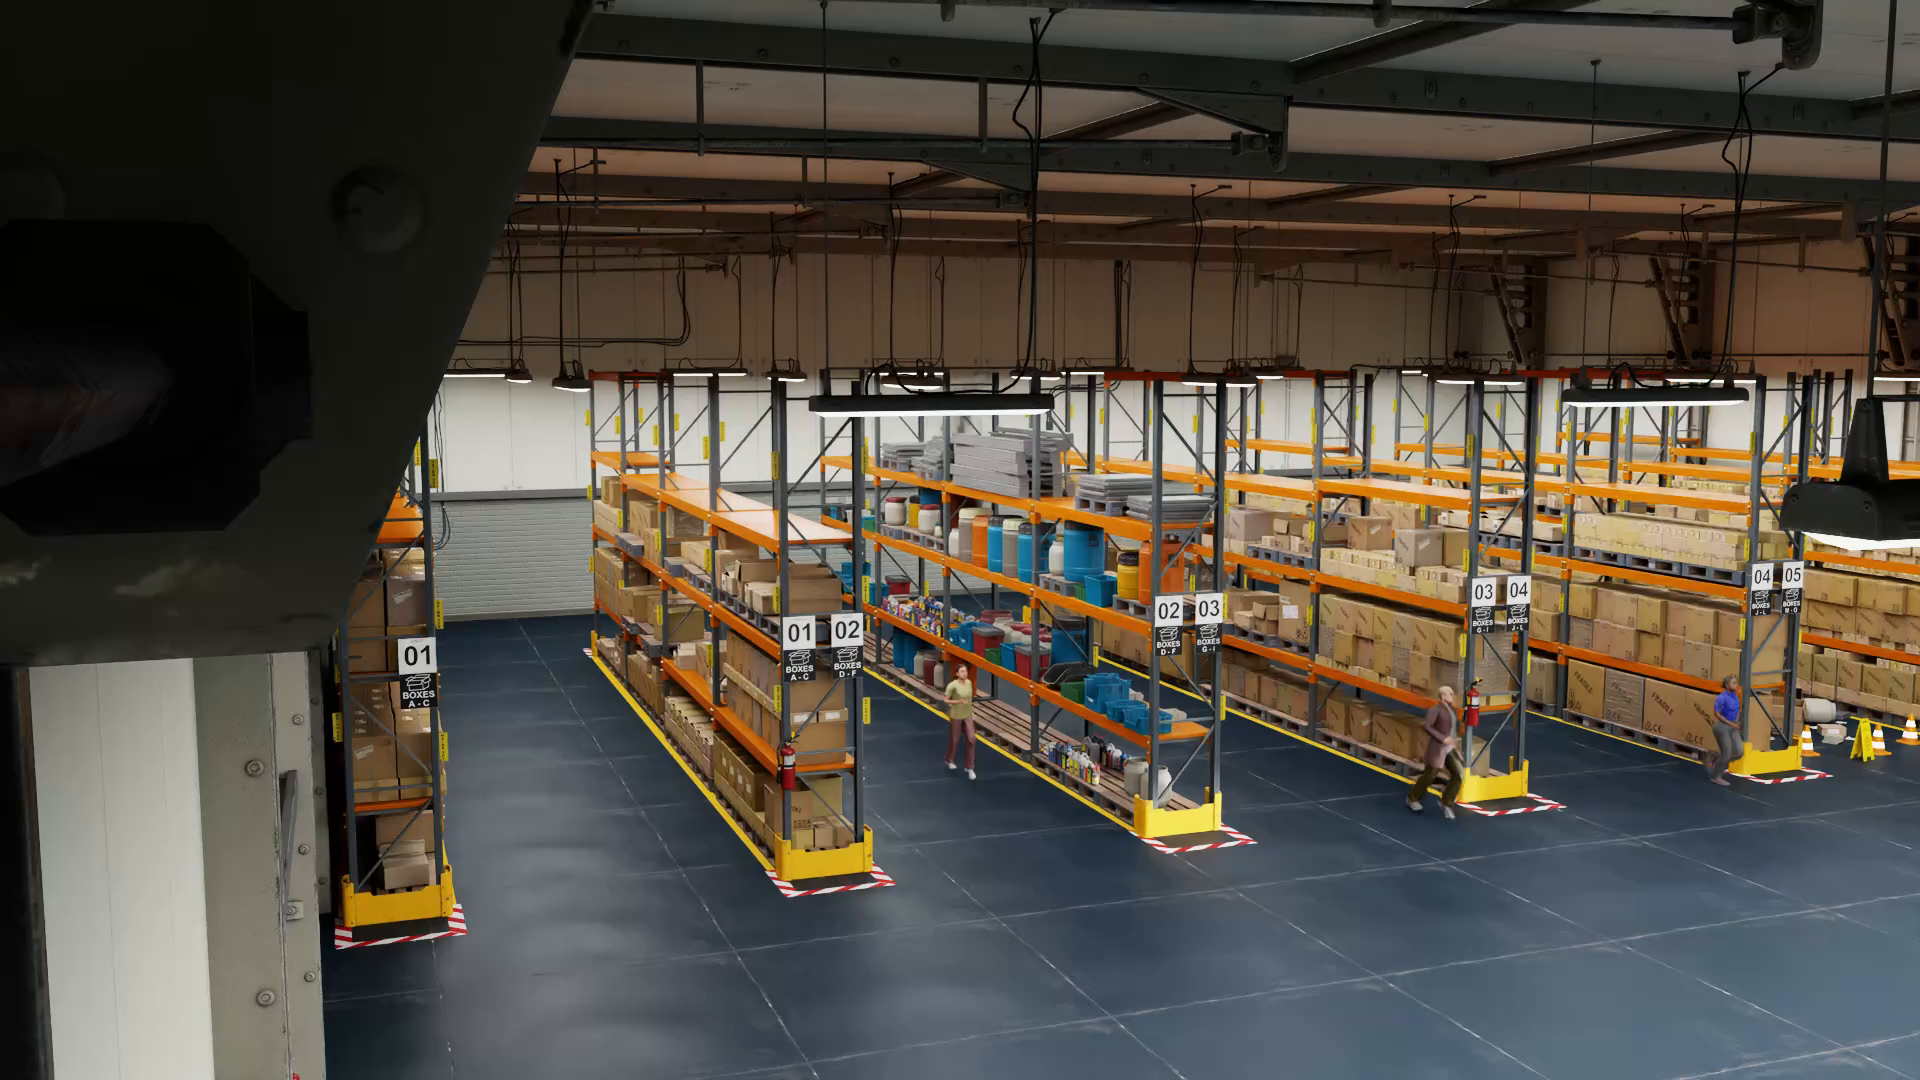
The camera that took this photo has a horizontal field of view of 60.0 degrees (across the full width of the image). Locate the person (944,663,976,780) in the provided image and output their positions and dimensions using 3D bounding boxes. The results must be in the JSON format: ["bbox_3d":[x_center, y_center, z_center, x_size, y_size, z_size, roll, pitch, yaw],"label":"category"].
[{"bbox_3d":[0.011,2.693,25.025,0.575,1.700,0.807,-3,7,-26],"label":"person"}]

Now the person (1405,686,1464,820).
[{"bbox_3d":[6.642,2.912,22.988,0.767,1.803,0.755,-5,8,-36],"label":"person"}]

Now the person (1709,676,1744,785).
[{"bbox_3d":[11.333,2.811,24.528,0.619,1.602,0.543,-5,8,-37],"label":"person"}]

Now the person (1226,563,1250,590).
[{"bbox_3d":[6.176,1.346,37.023,0.664,1.760,0.940,-2,7,-19],"label":"person"}]
